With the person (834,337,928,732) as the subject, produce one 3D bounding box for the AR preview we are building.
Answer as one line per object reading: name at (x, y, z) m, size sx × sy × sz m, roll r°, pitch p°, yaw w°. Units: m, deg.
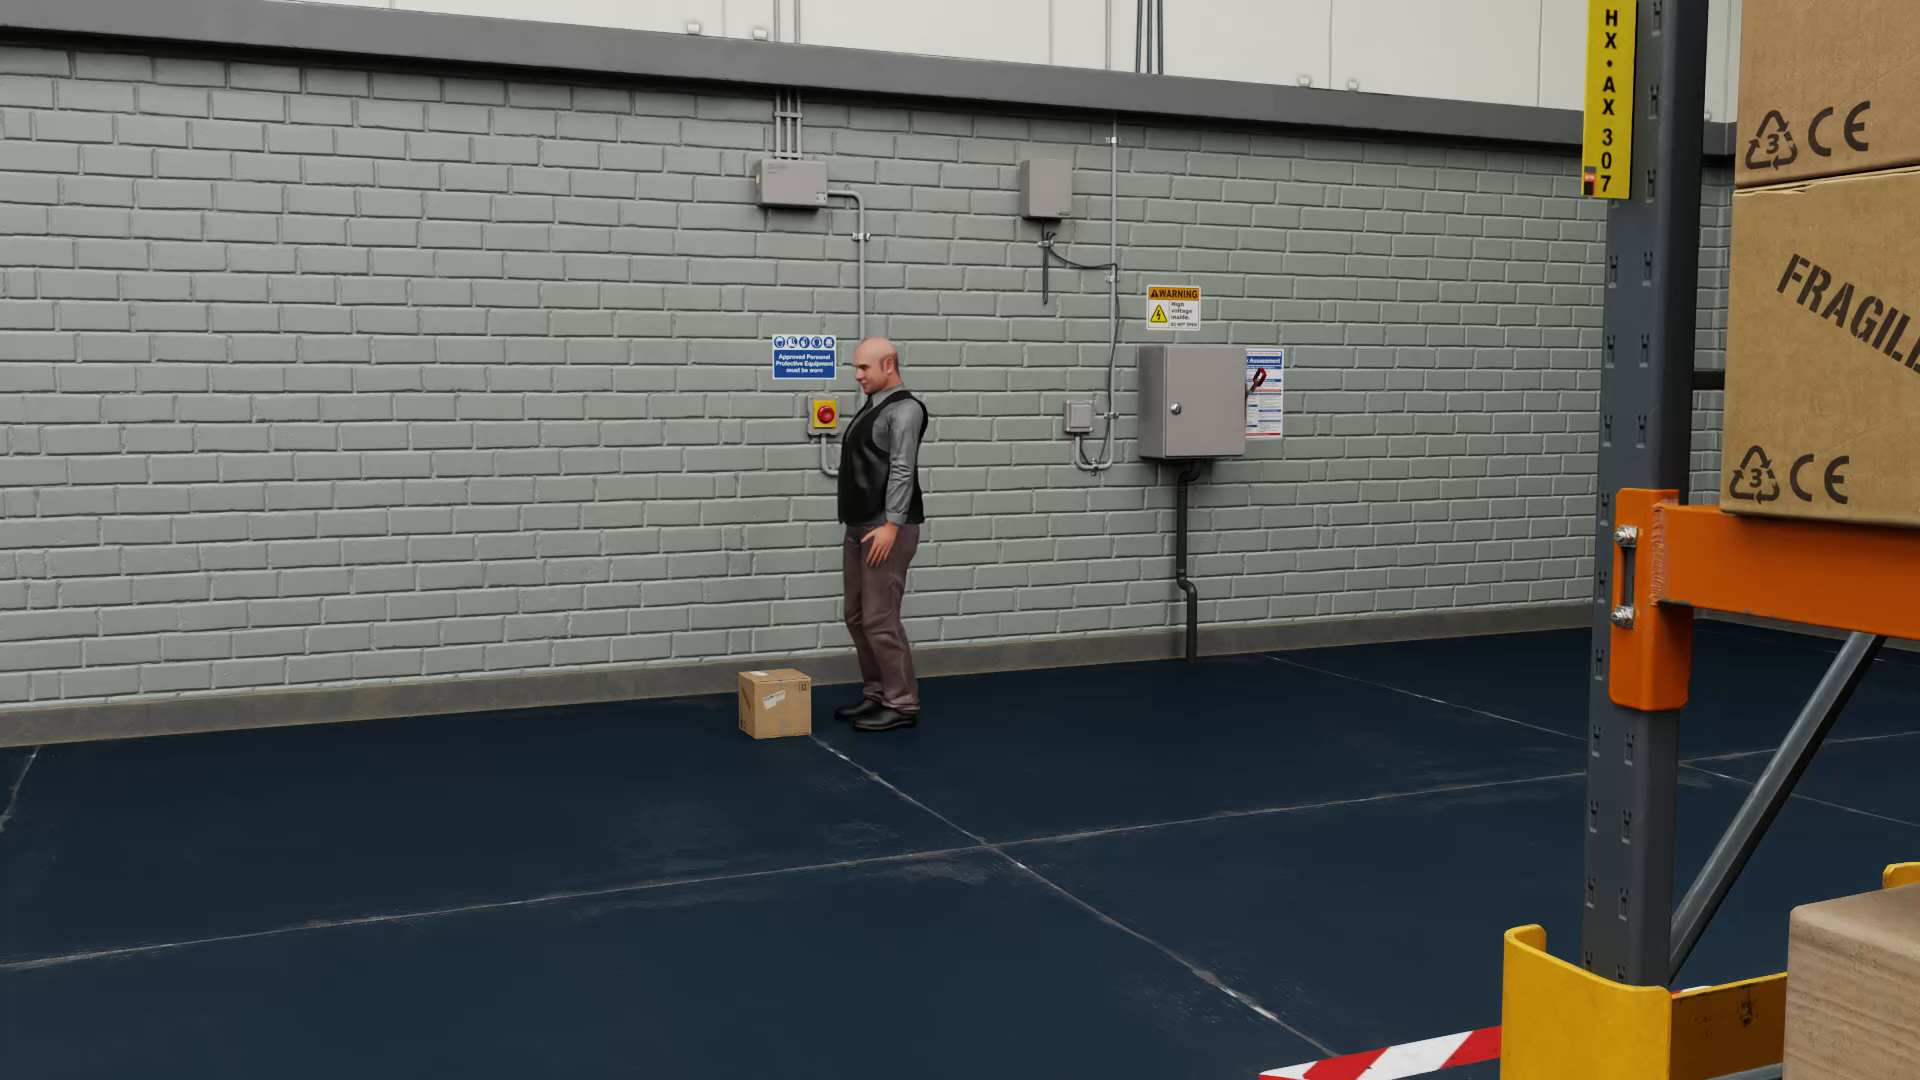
person at (-0.346, -0.031, 7.313) m, size 0.353 × 1.714 × 0.535 m, roll -2°, pitch 6°, yaw -23°
